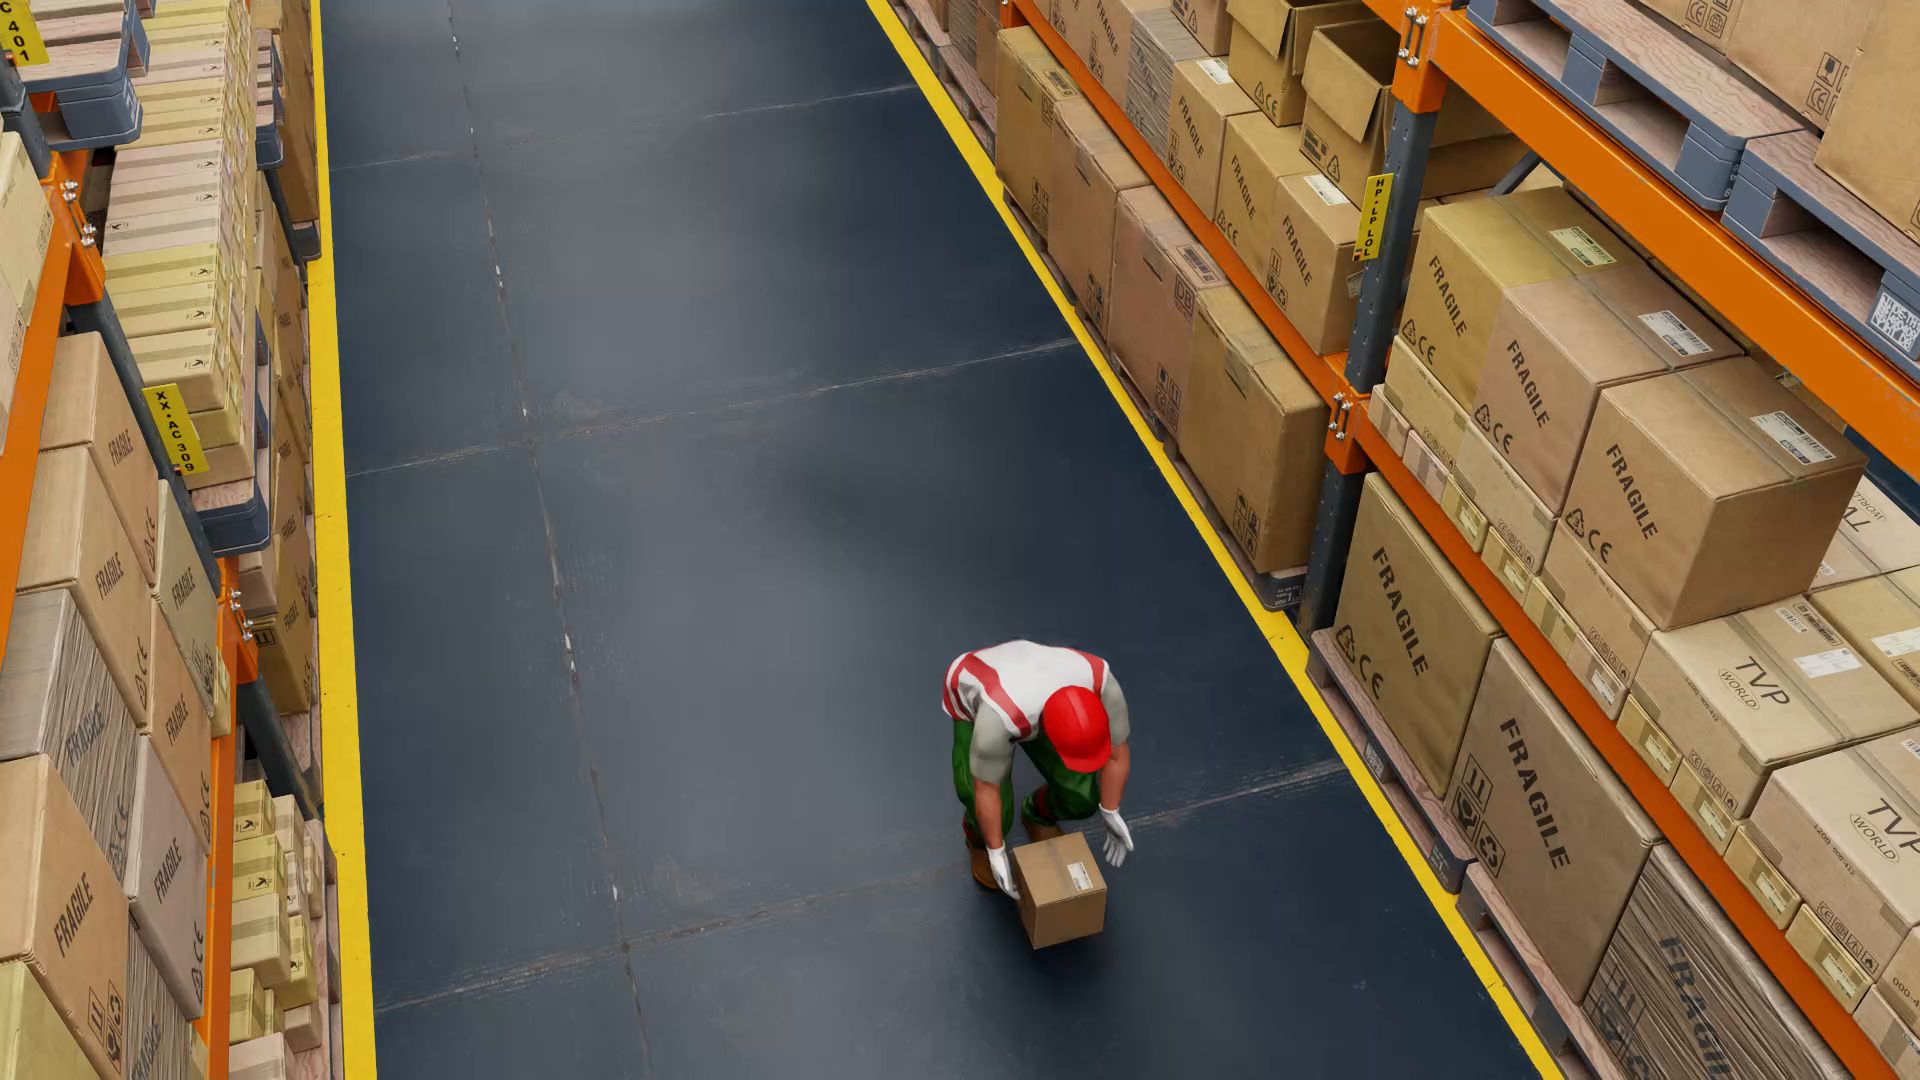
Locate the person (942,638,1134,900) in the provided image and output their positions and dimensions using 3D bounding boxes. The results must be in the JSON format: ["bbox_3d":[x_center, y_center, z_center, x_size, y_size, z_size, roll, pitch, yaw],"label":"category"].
[{"bbox_3d":[0.265,0.742,5.768,0.580,1.186,0.845,-12,43,-13],"label":"person"}]
